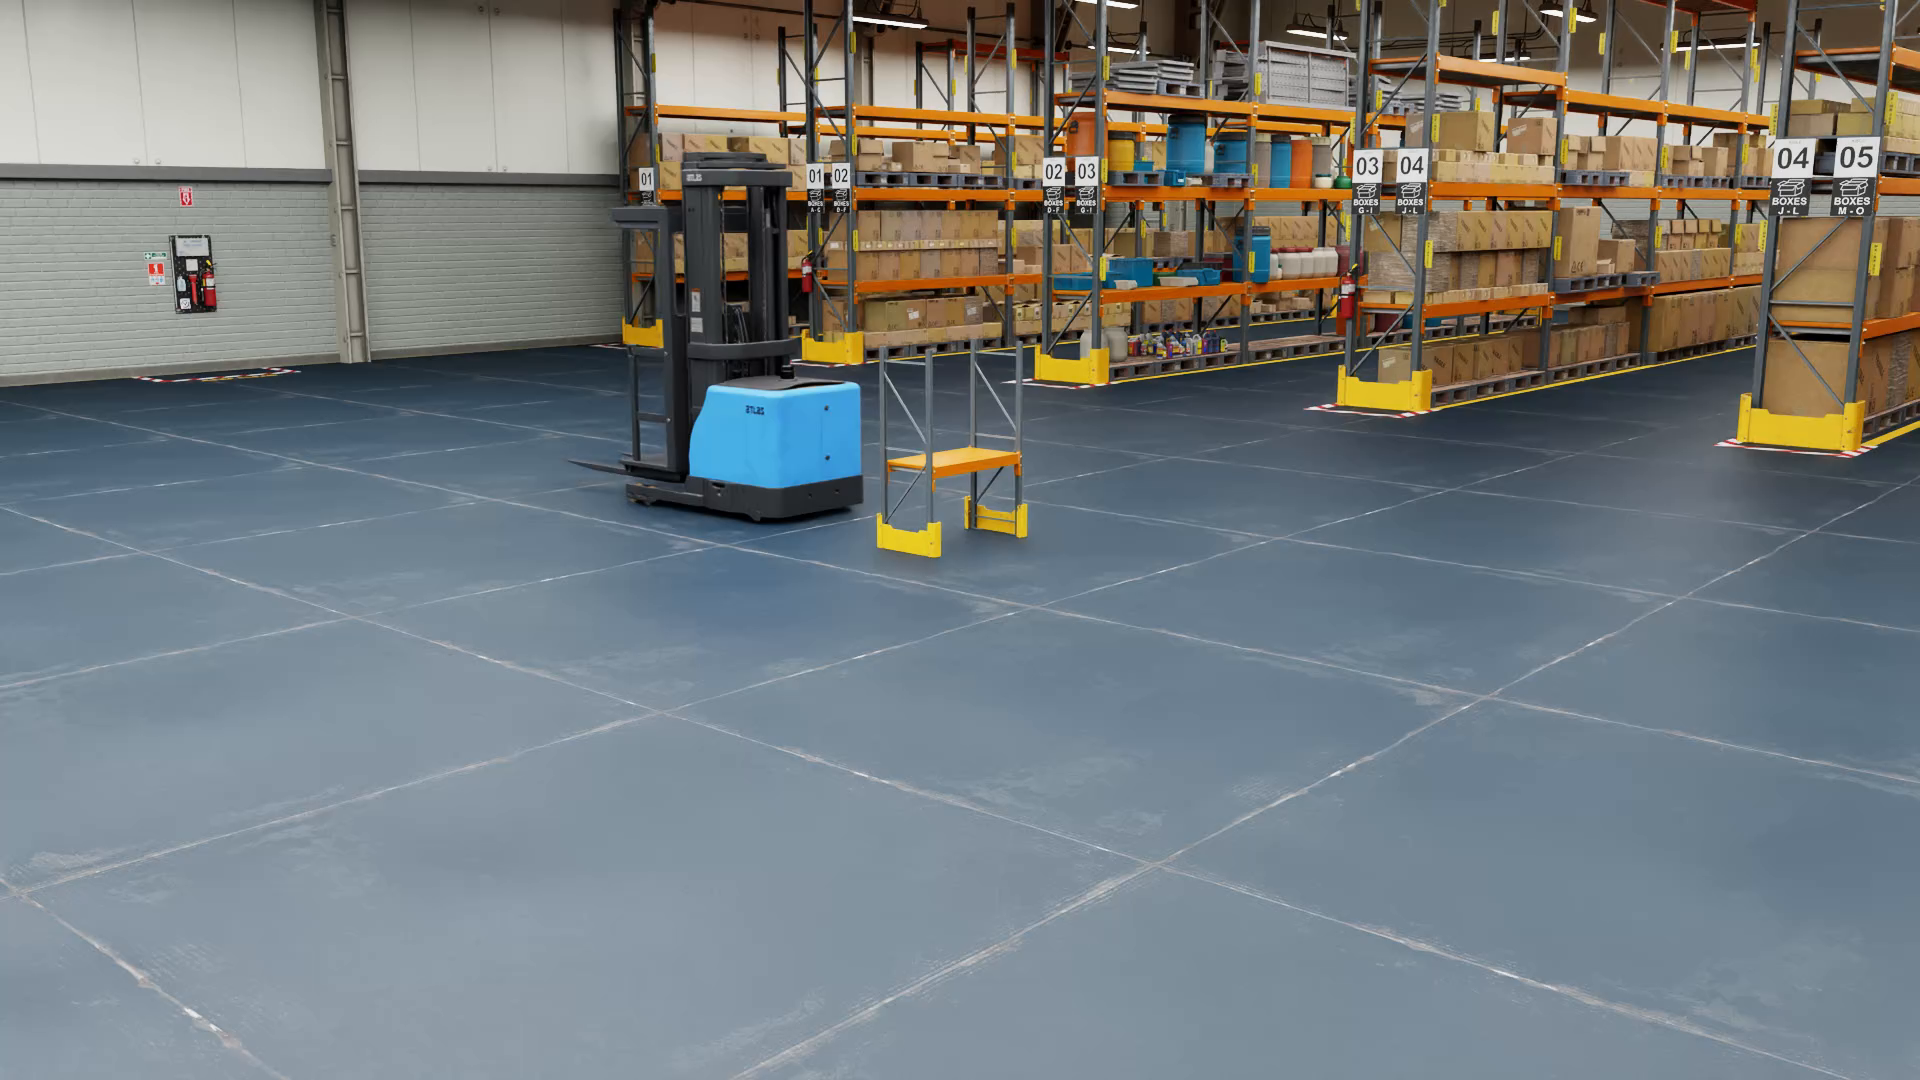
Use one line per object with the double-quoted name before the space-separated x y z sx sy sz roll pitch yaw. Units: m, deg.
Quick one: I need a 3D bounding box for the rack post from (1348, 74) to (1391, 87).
"rack post" 7.342 -8.294 29.946 0.624 0.289 0.986 10 15 40

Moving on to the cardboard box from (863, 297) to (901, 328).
"cardboard box" -1.318 -3.928 28.751 0.500 0.500 0.500 10 15 40

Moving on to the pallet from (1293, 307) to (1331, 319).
"pallet" 7.888 -5.294 38.678 1.003 0.211 1.213 10 15 40

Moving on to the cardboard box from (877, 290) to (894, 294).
"cardboard box" -1.735 -5.346 35.162 0.500 0.250 0.500 10 15 40

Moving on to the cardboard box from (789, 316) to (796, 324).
"cardboard box" -3.511 -4.408 33.234 0.380 0.166 0.250 7 14 33

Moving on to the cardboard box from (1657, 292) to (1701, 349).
"cardboard box" 11.688 -3.725 28.054 1.225 0.875 0.875 10 15 41

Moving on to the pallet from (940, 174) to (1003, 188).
"pallet" -0.001 -6.323 29.279 1.003 0.211 1.213 10 15 40

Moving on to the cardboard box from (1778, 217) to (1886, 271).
"cardboard box" 9.274 -3.151 17.690 0.875 0.550 0.550 10 15 40

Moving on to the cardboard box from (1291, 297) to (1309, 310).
"cardboard box" 7.641 -5.410 38.034 0.500 0.250 0.500 10 15 40

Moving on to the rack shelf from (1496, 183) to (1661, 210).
"rack shelf" 9.302 -5.156 25.044 1.077 0.370 4.000 10 15 40

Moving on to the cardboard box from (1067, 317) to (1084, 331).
"cardboard box" 2.010 -4.136 31.707 0.500 0.250 0.500 10 15 41

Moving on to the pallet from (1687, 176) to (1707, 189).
"pallet" 11.743 -5.977 27.799 1.003 0.211 1.213 11 16 43

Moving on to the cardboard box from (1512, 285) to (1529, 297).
"cardboard box" 7.597 -3.435 22.890 0.380 0.149 0.250 10 15 40

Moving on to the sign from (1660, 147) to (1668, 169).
"sign" 11.028 -5.986 26.043 0.100 0.325 0.005 10 15 40

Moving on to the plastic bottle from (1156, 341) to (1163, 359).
"plastic bottle" 3.052 -2.899 25.411 0.097 0.271 0.097 0 11 0

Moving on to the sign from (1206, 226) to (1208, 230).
"sign" 5.411 -6.695 36.363 0.100 0.325 0.005 10 15 40

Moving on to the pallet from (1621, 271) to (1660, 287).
"pallet" 10.232 -4.119 26.165 1.213 0.211 1.003 10 15 40

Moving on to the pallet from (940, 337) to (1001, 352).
"pallet" -0.014 -3.546 29.924 1.003 0.211 1.213 10 15 40

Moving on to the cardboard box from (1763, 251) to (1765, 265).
"cardboard box" 14.771 -5.249 30.955 0.500 0.250 0.500 10 15 40

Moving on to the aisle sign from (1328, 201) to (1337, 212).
"aisle sign" 8.739 -8.035 38.646 0.394 0.787 0.004 10 15 40

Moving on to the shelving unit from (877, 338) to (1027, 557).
"shelving unit" -0.050 -0.724 12.508 0.587 1.500 1.083 10 15 40

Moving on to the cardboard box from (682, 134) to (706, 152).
"cardboard box" -5.015 -7.189 30.526 0.500 0.500 0.500 10 15 40

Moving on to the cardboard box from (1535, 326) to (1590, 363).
"cardboard box" 9.101 -2.971 25.185 0.700 0.500 0.500 8 14 36

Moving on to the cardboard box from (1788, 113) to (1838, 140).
"cardboard box" 9.114 -4.405 17.744 0.500 0.250 0.500 10 15 41

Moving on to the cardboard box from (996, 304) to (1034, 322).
"cardboard box" 1.003 -4.186 30.526 0.500 0.311 0.500 10 15 41

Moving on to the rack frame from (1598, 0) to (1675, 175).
"rack frame" 10.622 -7.274 26.153 1.000 3.000 0.127 10 15 40

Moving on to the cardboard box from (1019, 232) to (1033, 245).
"cardboard box" 1.318 -6.796 38.015 0.500 0.500 0.500 10 15 40

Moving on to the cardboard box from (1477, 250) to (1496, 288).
"cardboard box" 6.666 -3.656 22.343 0.875 0.500 0.500 10 15 40

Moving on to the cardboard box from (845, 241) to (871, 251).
"cardboard box" -1.677 -4.833 27.339 0.380 0.149 0.250 10 15 40

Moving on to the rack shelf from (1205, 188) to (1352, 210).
"rack shelf" 5.581 -5.796 28.250 1.077 0.370 4.000 10 15 40

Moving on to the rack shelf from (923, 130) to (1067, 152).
"rack shelf" 0.780 -8.940 37.355 1.077 0.370 4.000 10 15 40

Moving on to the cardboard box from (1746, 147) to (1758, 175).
"cardboard box" 14.092 -6.897 30.341 0.700 0.500 0.500 11 16 43

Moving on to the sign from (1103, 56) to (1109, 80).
"sign" 2.031 -6.563 23.127 0.100 0.325 0.005 10 15 40

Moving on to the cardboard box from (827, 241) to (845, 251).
"cardboard box" -1.988 -4.884 27.594 0.380 0.149 0.250 9 15 39

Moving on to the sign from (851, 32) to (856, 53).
"sign" -1.685 -7.841 26.204 0.100 0.325 0.005 10 15 40

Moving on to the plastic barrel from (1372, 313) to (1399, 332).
"plastic barrel" 7.957 -4.236 31.345 0.600 0.588 0.708 10 15 40

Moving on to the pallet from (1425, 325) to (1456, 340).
"pallet" 9.001 -4.085 32.625 1.003 0.211 1.213 10 15 40

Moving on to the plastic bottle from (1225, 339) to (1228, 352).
"plastic bottle" 4.256 -3.133 26.762 0.097 0.201 0.097 0 11 0

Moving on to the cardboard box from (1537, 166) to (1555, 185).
"cardboard box" 7.877 -5.040 23.010 0.500 0.250 0.500 11 15 42

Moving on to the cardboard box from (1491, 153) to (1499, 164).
"cardboard box" 6.874 -5.028 21.934 0.380 0.149 0.250 9 14 38

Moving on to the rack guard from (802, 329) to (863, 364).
"rack guard" -2.113 -3.207 27.490 1.175 0.500 0.348 10 15 40

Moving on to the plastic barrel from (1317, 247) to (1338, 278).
"plastic barrel" 6.383 -4.848 29.039 0.421 0.512 0.421 0 11 0

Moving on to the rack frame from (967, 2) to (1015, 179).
"rack frame" 0.543 -7.966 29.622 1.000 3.000 0.127 10 15 40

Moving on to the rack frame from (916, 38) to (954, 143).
"rack frame" -0.540 -9.195 35.772 1.000 3.000 0.127 10 15 40

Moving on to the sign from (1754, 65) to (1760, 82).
"sign" 15.490 -9.059 32.302 0.100 0.325 0.005 10 15 40

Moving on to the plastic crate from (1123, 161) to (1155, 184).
"plastic crate" 2.653 -5.578 25.361 0.392 0.384 0.575 10 15 40

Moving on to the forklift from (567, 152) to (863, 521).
"forklift" -2.248 -1.803 14.254 3.031 2.935 1.130 10 15 40

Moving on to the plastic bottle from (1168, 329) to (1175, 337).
"plastic bottle" 3.417 -3.235 26.890 0.144 0.351 0.185 10 15 42

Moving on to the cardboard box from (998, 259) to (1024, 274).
"cardboard box" 0.835 -5.029 30.615 0.500 0.250 0.500 11 16 44

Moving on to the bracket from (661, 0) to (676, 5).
"bracket" -5.468 -10.013 30.678 0.235 0.232 0.430 10 15 40

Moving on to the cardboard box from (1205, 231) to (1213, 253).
"cardboard box" 4.937 -6.306 35.299 0.500 0.500 0.700 -9 15 -39

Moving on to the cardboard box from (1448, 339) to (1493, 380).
"cardboard box" 6.964 -2.483 22.794 0.500 0.500 0.500 8 14 35

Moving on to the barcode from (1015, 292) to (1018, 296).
"barcode" 1.024 -4.469 30.235 0.001 0.075 0.075 10 15 40

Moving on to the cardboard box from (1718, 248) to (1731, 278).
"cardboard box" 13.159 -4.865 29.156 0.500 0.500 0.500 10 15 41

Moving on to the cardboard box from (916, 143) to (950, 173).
"cardboard box" -0.639 -6.595 28.719 0.637 0.503 0.797 -10 15 -41
